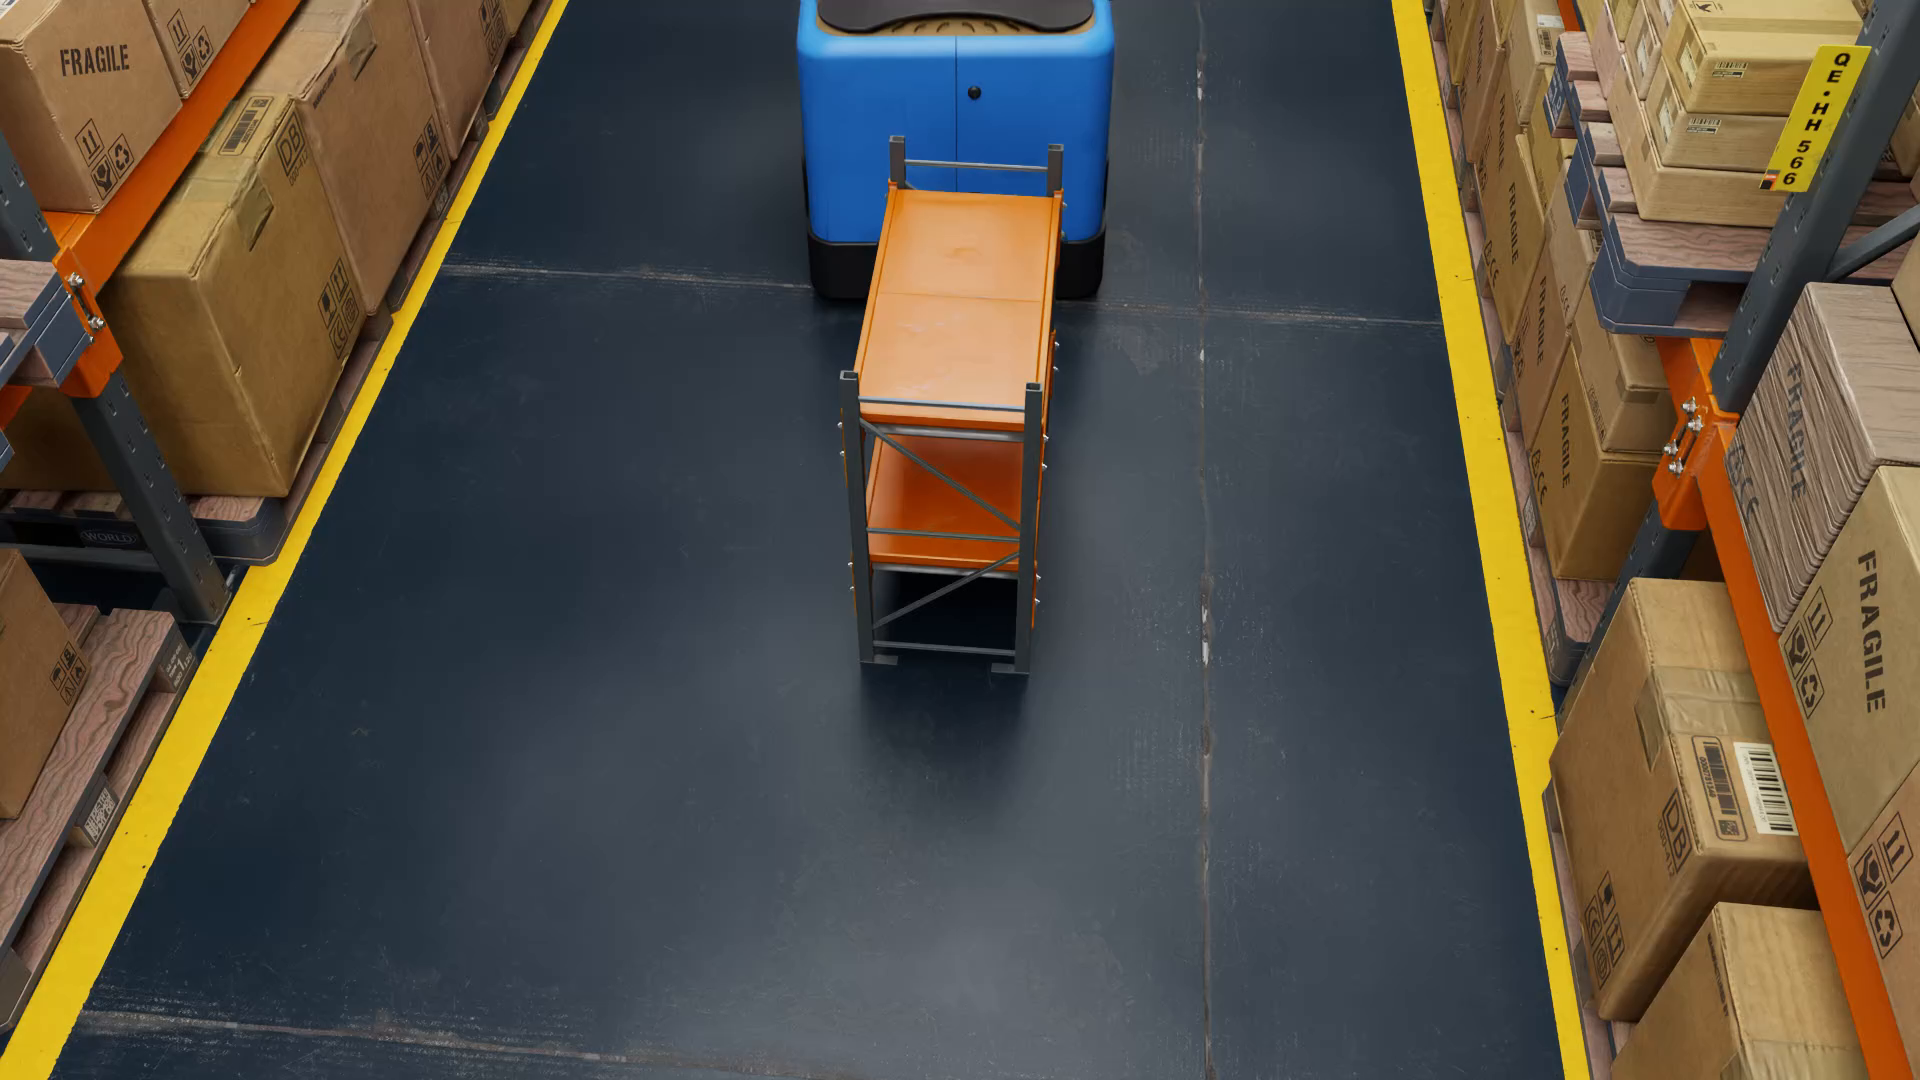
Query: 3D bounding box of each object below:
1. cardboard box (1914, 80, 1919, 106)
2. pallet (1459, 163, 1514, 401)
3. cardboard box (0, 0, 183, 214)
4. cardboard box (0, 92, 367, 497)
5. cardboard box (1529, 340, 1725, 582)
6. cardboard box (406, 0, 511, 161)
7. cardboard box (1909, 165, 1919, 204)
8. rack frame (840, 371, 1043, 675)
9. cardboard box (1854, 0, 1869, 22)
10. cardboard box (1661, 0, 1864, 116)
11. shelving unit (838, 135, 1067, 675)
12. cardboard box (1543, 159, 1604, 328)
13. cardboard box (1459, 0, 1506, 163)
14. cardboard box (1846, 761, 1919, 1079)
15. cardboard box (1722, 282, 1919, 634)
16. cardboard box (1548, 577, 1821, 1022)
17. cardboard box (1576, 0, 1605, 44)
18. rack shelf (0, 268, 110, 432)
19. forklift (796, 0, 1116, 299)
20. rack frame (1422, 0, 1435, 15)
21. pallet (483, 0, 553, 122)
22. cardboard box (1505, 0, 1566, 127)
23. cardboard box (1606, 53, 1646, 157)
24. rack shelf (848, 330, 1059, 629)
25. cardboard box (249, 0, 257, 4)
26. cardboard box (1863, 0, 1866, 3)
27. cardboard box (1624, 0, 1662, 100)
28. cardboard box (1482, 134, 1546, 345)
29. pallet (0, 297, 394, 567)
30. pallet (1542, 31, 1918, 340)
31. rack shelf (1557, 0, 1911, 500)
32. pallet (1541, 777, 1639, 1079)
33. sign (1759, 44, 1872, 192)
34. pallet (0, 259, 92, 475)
[{"bbox_3d":[2.469,-1.119,3.925,0.380,0.149,0.250,6,48,5],"label":"cardboard box"},{"bbox_3d":[2.389,-0.948,5.974,1.003,0.211,1.213,4,48,4],"label":"pallet"},{"bbox_3d":[-2.412,-1.201,4.248,0.500,0.500,0.500,5,48,5],"label":"cardboard box"},{"bbox_3d":[-2.644,-0.759,5.067,1.225,0.875,0.875,2,48,2],"label":"cardboard box"},{"bbox_3d":[2.002,-0.220,4.828,0.500,0.500,0.500,4,48,3],"label":"cardboard box"},{"bbox_3d":[-2.482,-2.064,6.261,1.225,0.875,0.875,2,48,2],"label":"cardboard box"},{"bbox_3d":[2.444,-0.793,3.828,0.380,0.149,0.250,3,48,3],"label":"cardboard box"},{"bbox_3d":[-0.046,-0.011,4.498,0.500,1.125,0.032,4,48,4],"label":"rack frame"},{"bbox_3d":[2.516,-1.387,4.371,0.380,0.149,0.250,6,48,5],"label":"cardboard box"},{"bbox_3d":[1.791,-1.070,3.678,0.380,0.149,0.250,2,48,2],"label":"cardboard box"},{"bbox_3d":[0.001,-0.385,4.839,0.538,1.125,1.048,4,48,4],"label":"shelving unit"},{"bbox_3d":[2.039,-0.864,4.909,0.500,0.250,0.500,4,48,4],"label":"cardboard box"},{"bbox_3d":[2.189,-1.744,6.222,0.500,0.500,0.500,6,48,5],"label":"cardboard box"},{"bbox_3d":[1.803,0.602,2.599,0.500,0.500,0.500,4,48,3],"label":"cardboard box"},{"bbox_3d":[1.893,-0.143,3.280,0.500,0.500,0.500,4,48,4],"label":"cardboard box"},{"bbox_3d":[2.057,0.638,3.874,1.050,0.750,0.750,3,48,3],"label":"cardboard box"},{"bbox_3d":[1.863,-1.425,4.407,0.380,0.149,0.250,3,48,3],"label":"cardboard box"},{"bbox_3d":[-2.910,0.884,2.896,1.077,0.370,4.000,4,48,4],"label":"rack shelf"},{"bbox_3d":[-0.027,-2.923,5.938,1.130,2.935,3.031,0,48,0],"label":"forklift"},{"bbox_3d":[2.567,-3.360,6.290,1.000,3.000,0.127,4,48,4],"label":"rack frame"},{"bbox_3d":[-2.358,-2.255,7.169,1.003,0.211,1.213,4,48,4],"label":"pallet"},{"bbox_3d":[2.140,-1.620,5.600,0.500,0.250,0.500,6,48,5],"label":"cardboard box"},{"bbox_3d":[1.814,-1.053,4.066,0.380,0.149,0.250,4,48,3],"label":"cardboard box"},{"bbox_3d":[0.001,-0.220,5.020,0.538,0.278,1.000,4,48,4],"label":"rack shelf"},{"bbox_3d":[-2.325,-1.957,4.939,0.500,0.500,0.500,3,48,3],"label":"cardboard box"},{"bbox_3d":[2.513,-1.501,4.274,0.380,0.149,0.250,4,48,4],"label":"cardboard box"},{"bbox_3d":[1.817,-1.168,3.970,0.380,0.149,0.250,5,48,5],"label":"cardboard box"},{"bbox_3d":[2.085,-0.991,5.533,0.500,0.500,0.500,2,48,2],"label":"cardboard box"},{"bbox_3d":[-2.581,-0.462,5.529,1.003,0.211,1.213,4,48,4],"label":"pallet"},{"bbox_3d":[2.161,-0.887,4.158,1.213,0.211,1.003,4,48,4],"label":"pallet"},{"bbox_3d":[2.385,-1.648,5.212,1.077,0.370,4.000,4,48,4],"label":"rack shelf"},{"bbox_3d":[2.056,1.095,4.106,1.003,0.211,1.213,4,48,4],"label":"pallet"},{"bbox_3d":[1.661,-0.814,3.231,0.100,0.325,0.005,4,48,4],"label":"sign"},{"bbox_3d":[-2.687,-0.233,3.560,1.213,0.211,1.003,4,48,4],"label":"pallet"}]
